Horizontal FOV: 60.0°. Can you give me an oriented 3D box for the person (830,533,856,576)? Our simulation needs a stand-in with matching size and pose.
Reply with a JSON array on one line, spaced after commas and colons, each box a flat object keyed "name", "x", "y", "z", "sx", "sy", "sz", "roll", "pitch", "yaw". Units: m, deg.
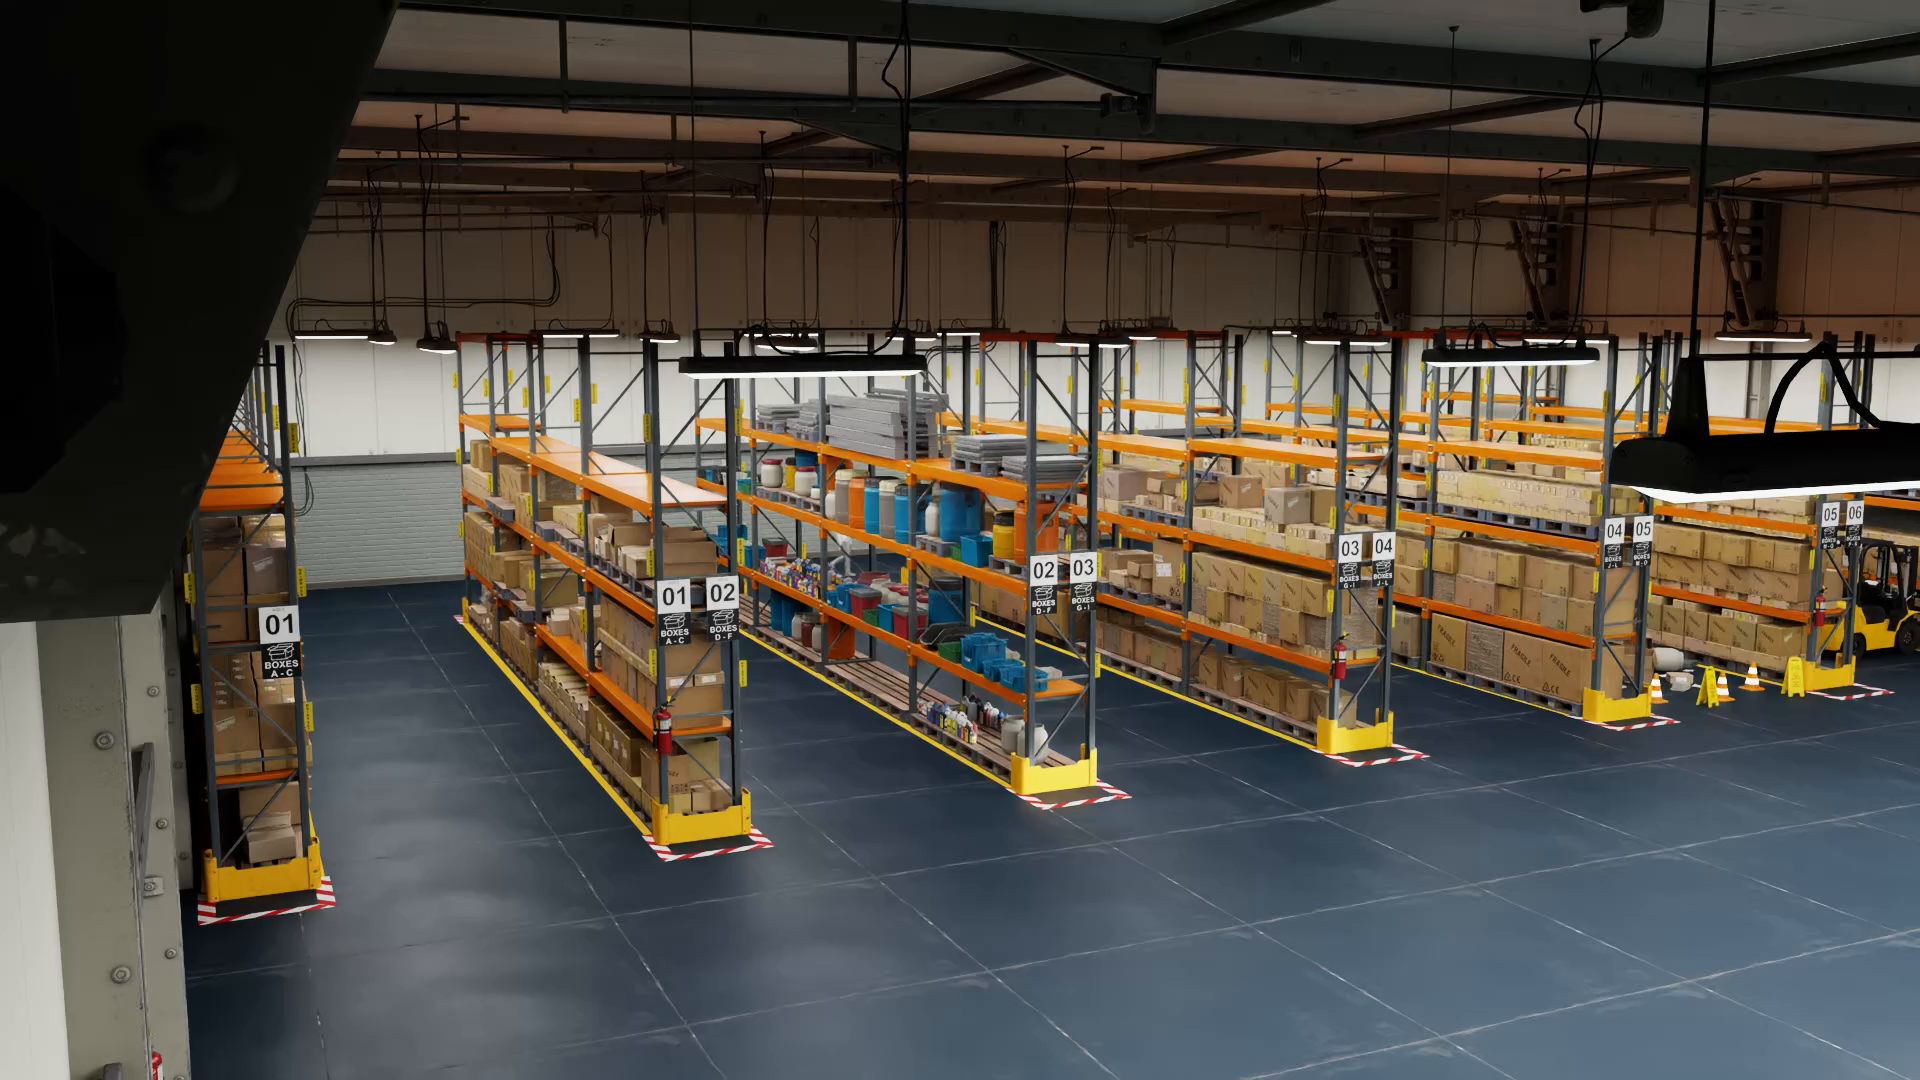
[{"name": "person", "x": -2.844, "y": 0.038, "z": 40.473, "sx": 0.698, "sy": 1.659, "sz": 0.470, "roll": 2, "pitch": 8, "yaw": 14}]

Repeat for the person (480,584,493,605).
[{"name": "person", "x": -10.232, "y": 0.613, "z": 36.079, "sx": 0.442, "sy": 1.747, "sz": 0.559, "roll": -4, "pitch": 8, "yaw": -25}]
